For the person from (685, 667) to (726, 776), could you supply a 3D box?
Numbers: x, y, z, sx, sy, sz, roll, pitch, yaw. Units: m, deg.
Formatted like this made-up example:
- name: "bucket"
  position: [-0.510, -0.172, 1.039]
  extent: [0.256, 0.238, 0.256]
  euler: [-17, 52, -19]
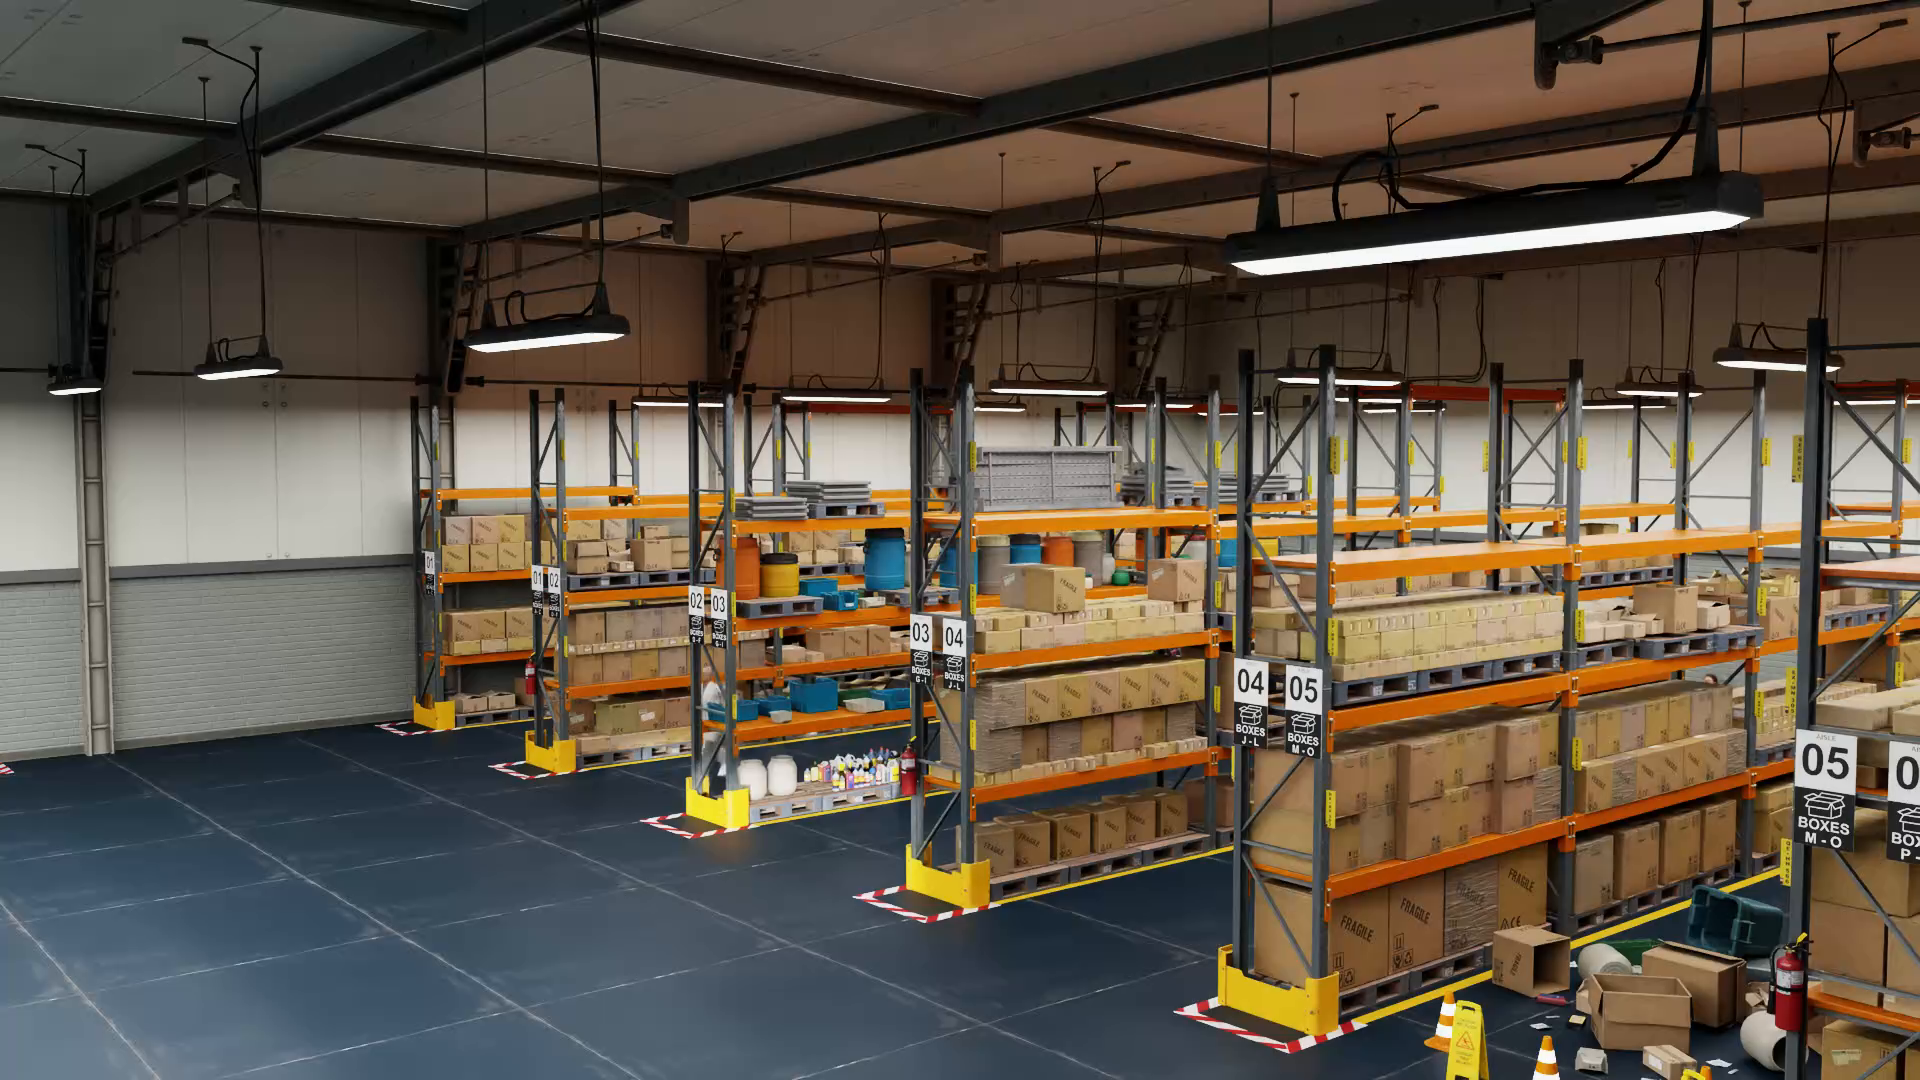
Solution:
- name: "person"
  position: [-3.730, 2.799, 25.000]
  extent: [0.718, 1.799, 1.059]
  euler: [3, 5, 42]

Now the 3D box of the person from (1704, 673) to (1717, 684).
- name: "person"
  position: [11.204, 2.835, 24.908]
  extent: [0.940, 1.678, 0.558]
  euler: [-3, 5, -43]

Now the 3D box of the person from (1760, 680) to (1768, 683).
- name: "person"
  position: [11.953, 2.896, 24.639]
  extent: [0.554, 1.663, 0.663]
  euler: [-3, 5, -42]
